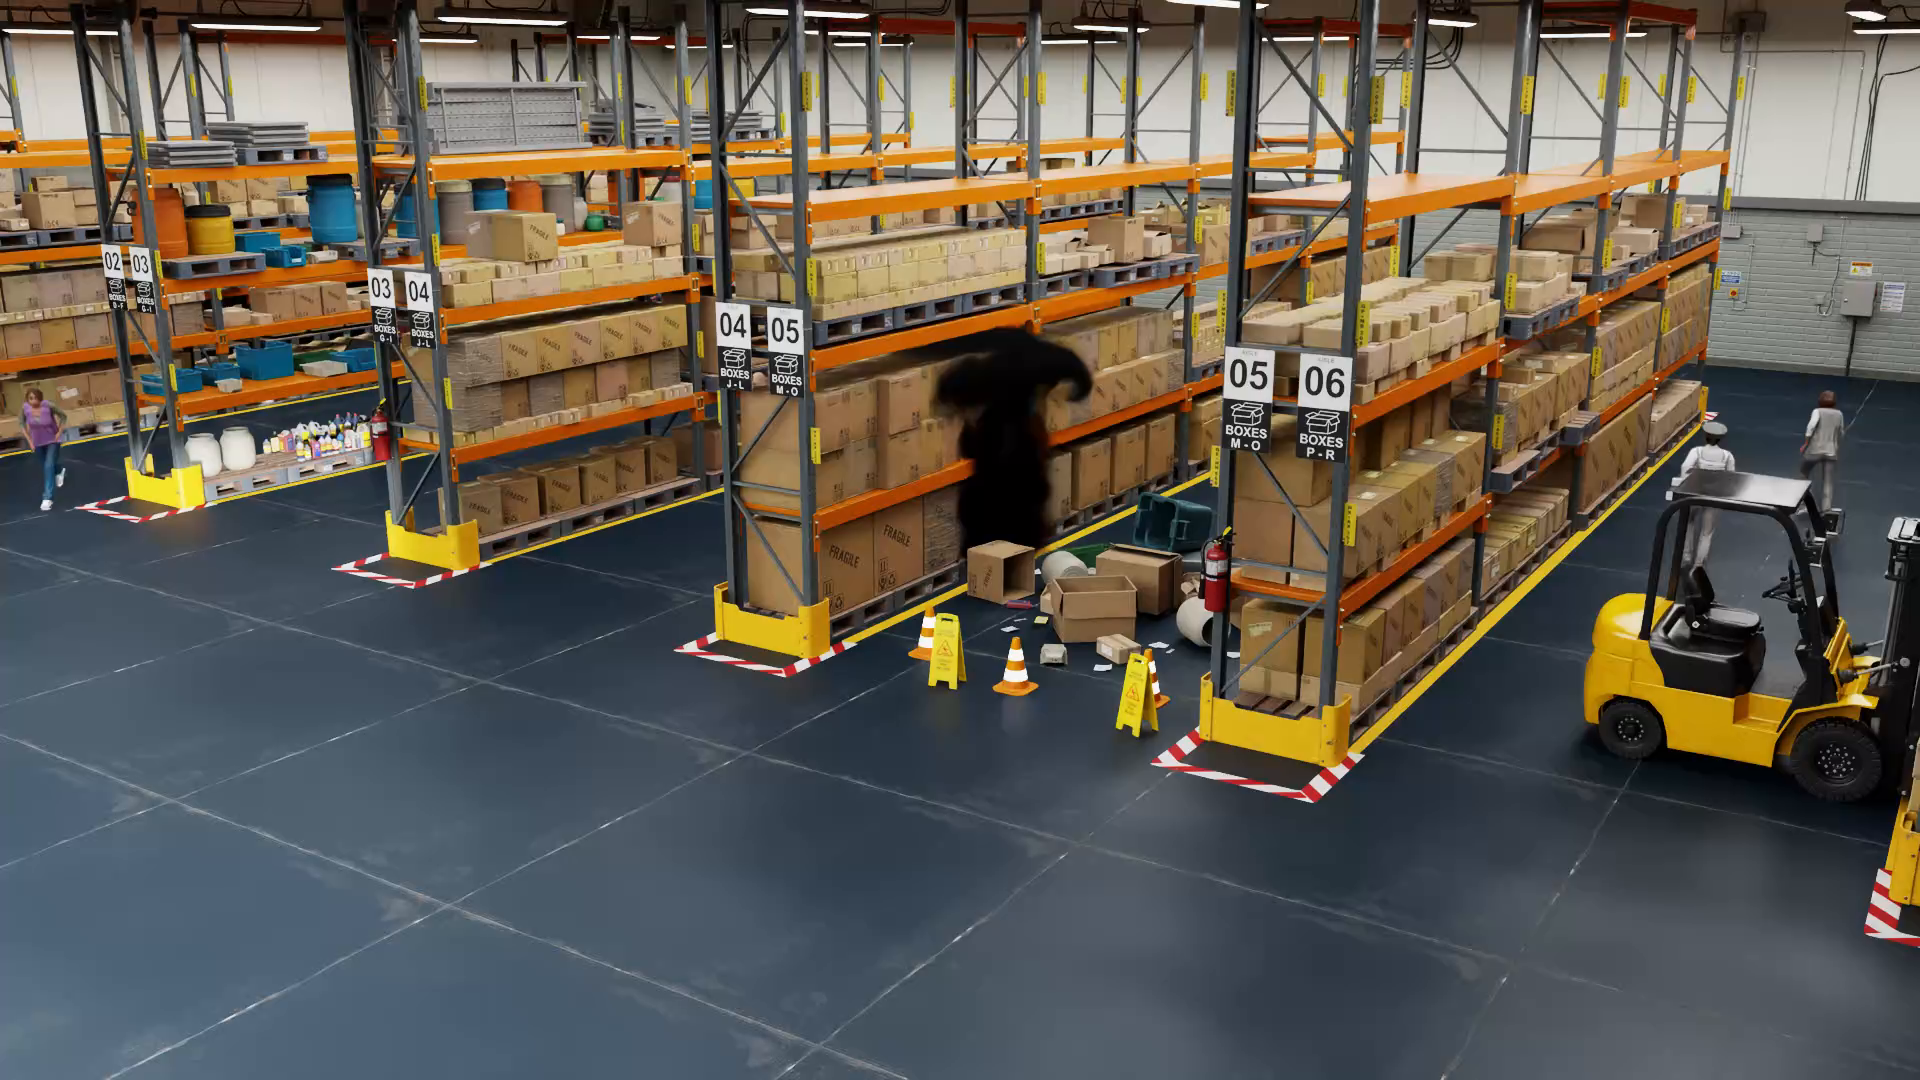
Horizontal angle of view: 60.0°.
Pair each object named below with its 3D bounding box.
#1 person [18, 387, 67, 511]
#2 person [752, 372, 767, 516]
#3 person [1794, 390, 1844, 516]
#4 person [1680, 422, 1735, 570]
[{"bbox_3d":[-11.375,-1.196,20.746,0.551,1.548,0.874,-5,16,-17],"label":"person"},{"bbox_3d":[-2.160,-1.087,18.903,0.706,1.730,0.758,5,16,18],"label":"person"},{"bbox_3d":[10.334,-1.003,19.959,0.529,1.545,0.900,3,16,11],"label":"person"},{"bbox_3d":[7.912,-0.415,17.678,0.528,1.623,0.899,7,17,24],"label":"person"}]
